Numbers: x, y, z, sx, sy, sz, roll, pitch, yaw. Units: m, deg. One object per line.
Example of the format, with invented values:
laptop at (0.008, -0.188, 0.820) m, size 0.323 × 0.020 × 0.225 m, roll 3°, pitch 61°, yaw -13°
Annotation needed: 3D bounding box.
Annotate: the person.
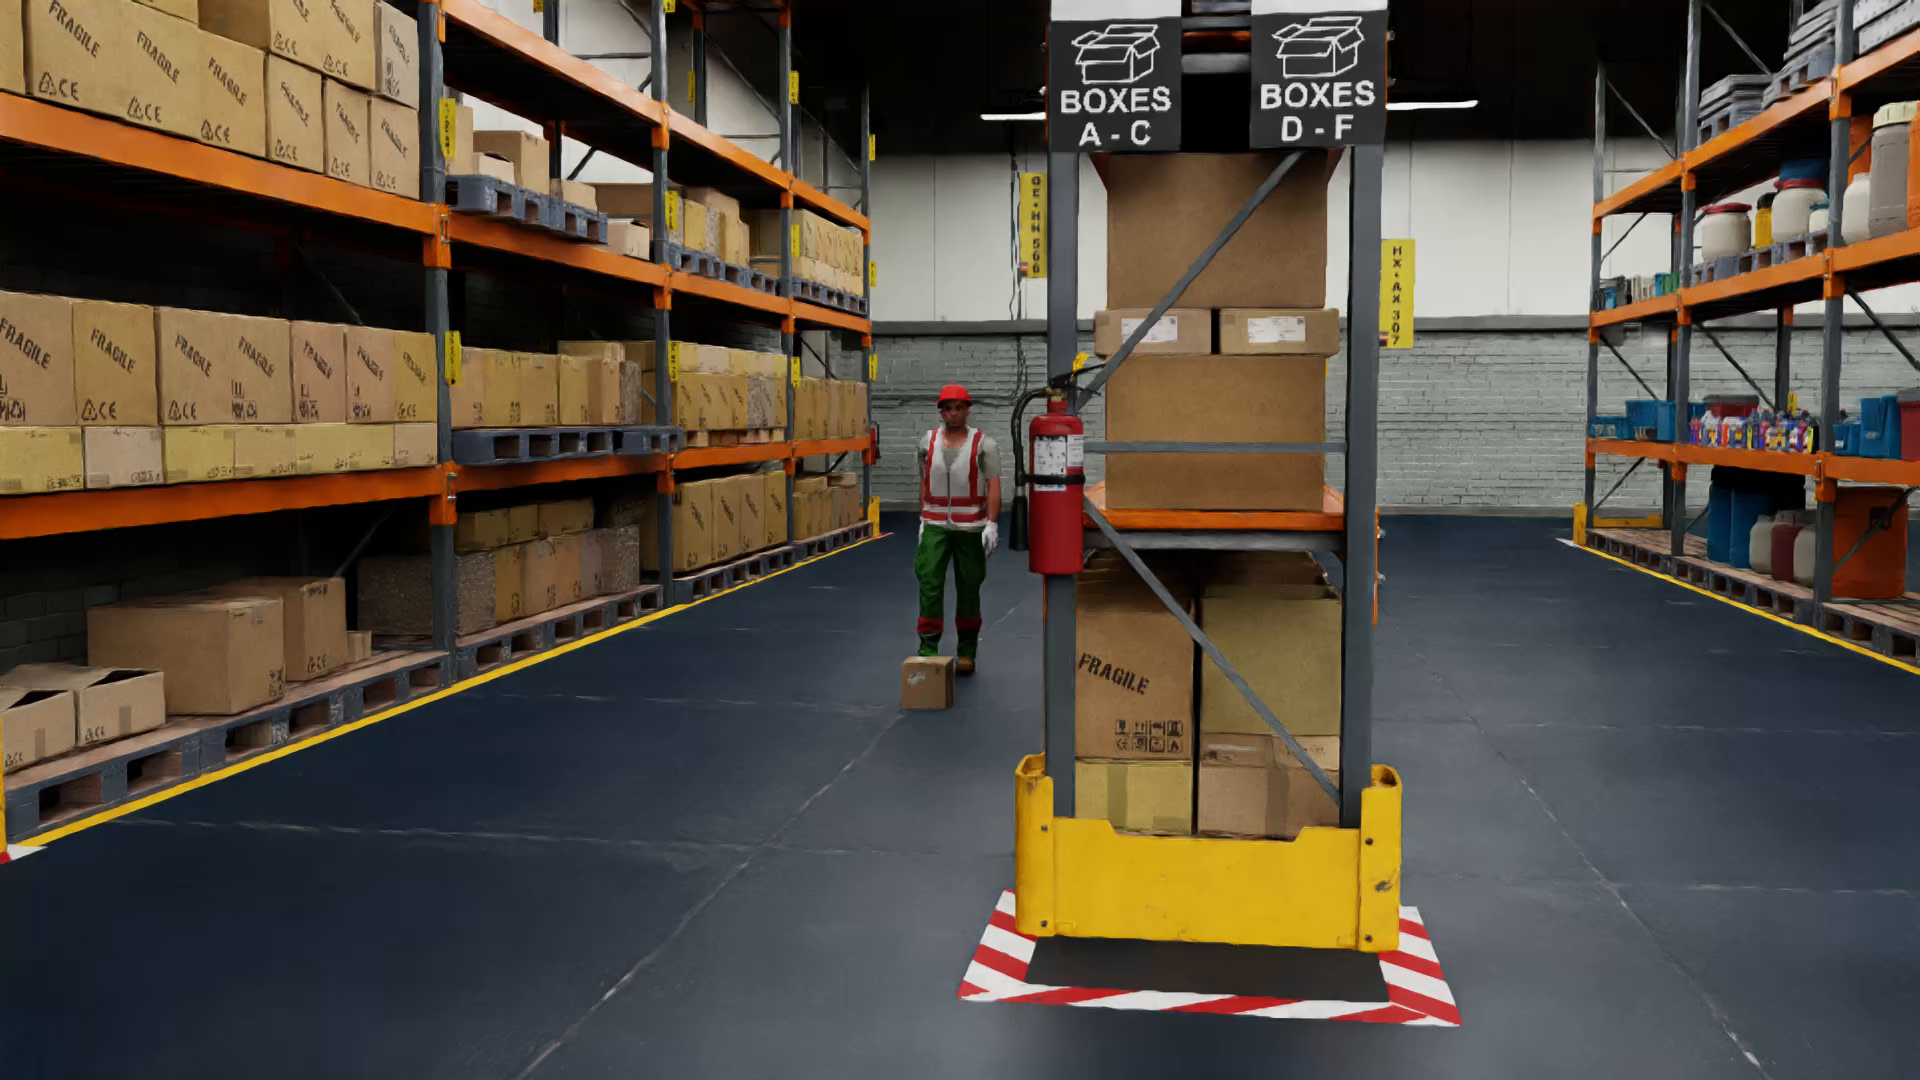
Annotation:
person at (-0.018, -0.061, 10.075) m, size 0.535 × 1.777 × 0.700 m, roll 1°, pitch 4°, yaw 8°
